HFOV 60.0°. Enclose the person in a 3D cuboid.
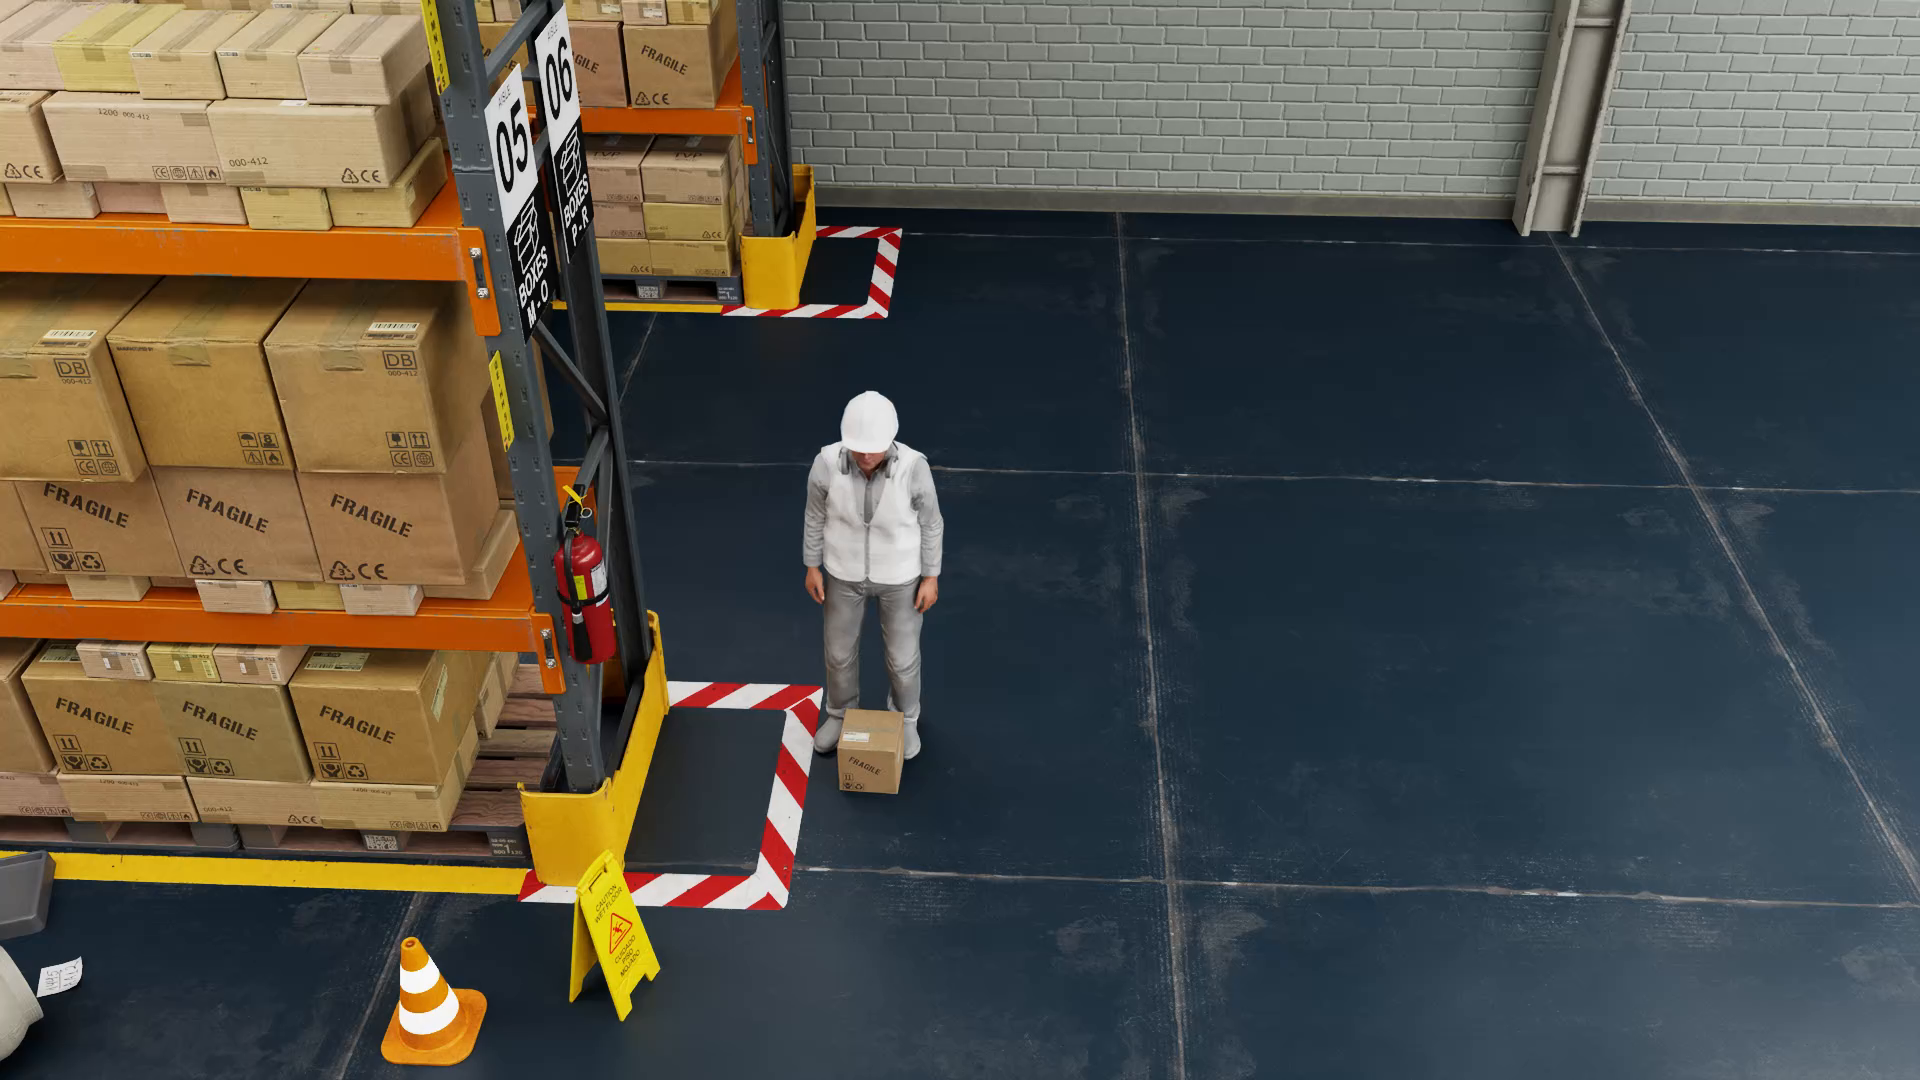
[{"bbox_3d":[-0.361,0.135,6.906,0.578,1.770,0.463,4,36,6],"label":"person"}]
